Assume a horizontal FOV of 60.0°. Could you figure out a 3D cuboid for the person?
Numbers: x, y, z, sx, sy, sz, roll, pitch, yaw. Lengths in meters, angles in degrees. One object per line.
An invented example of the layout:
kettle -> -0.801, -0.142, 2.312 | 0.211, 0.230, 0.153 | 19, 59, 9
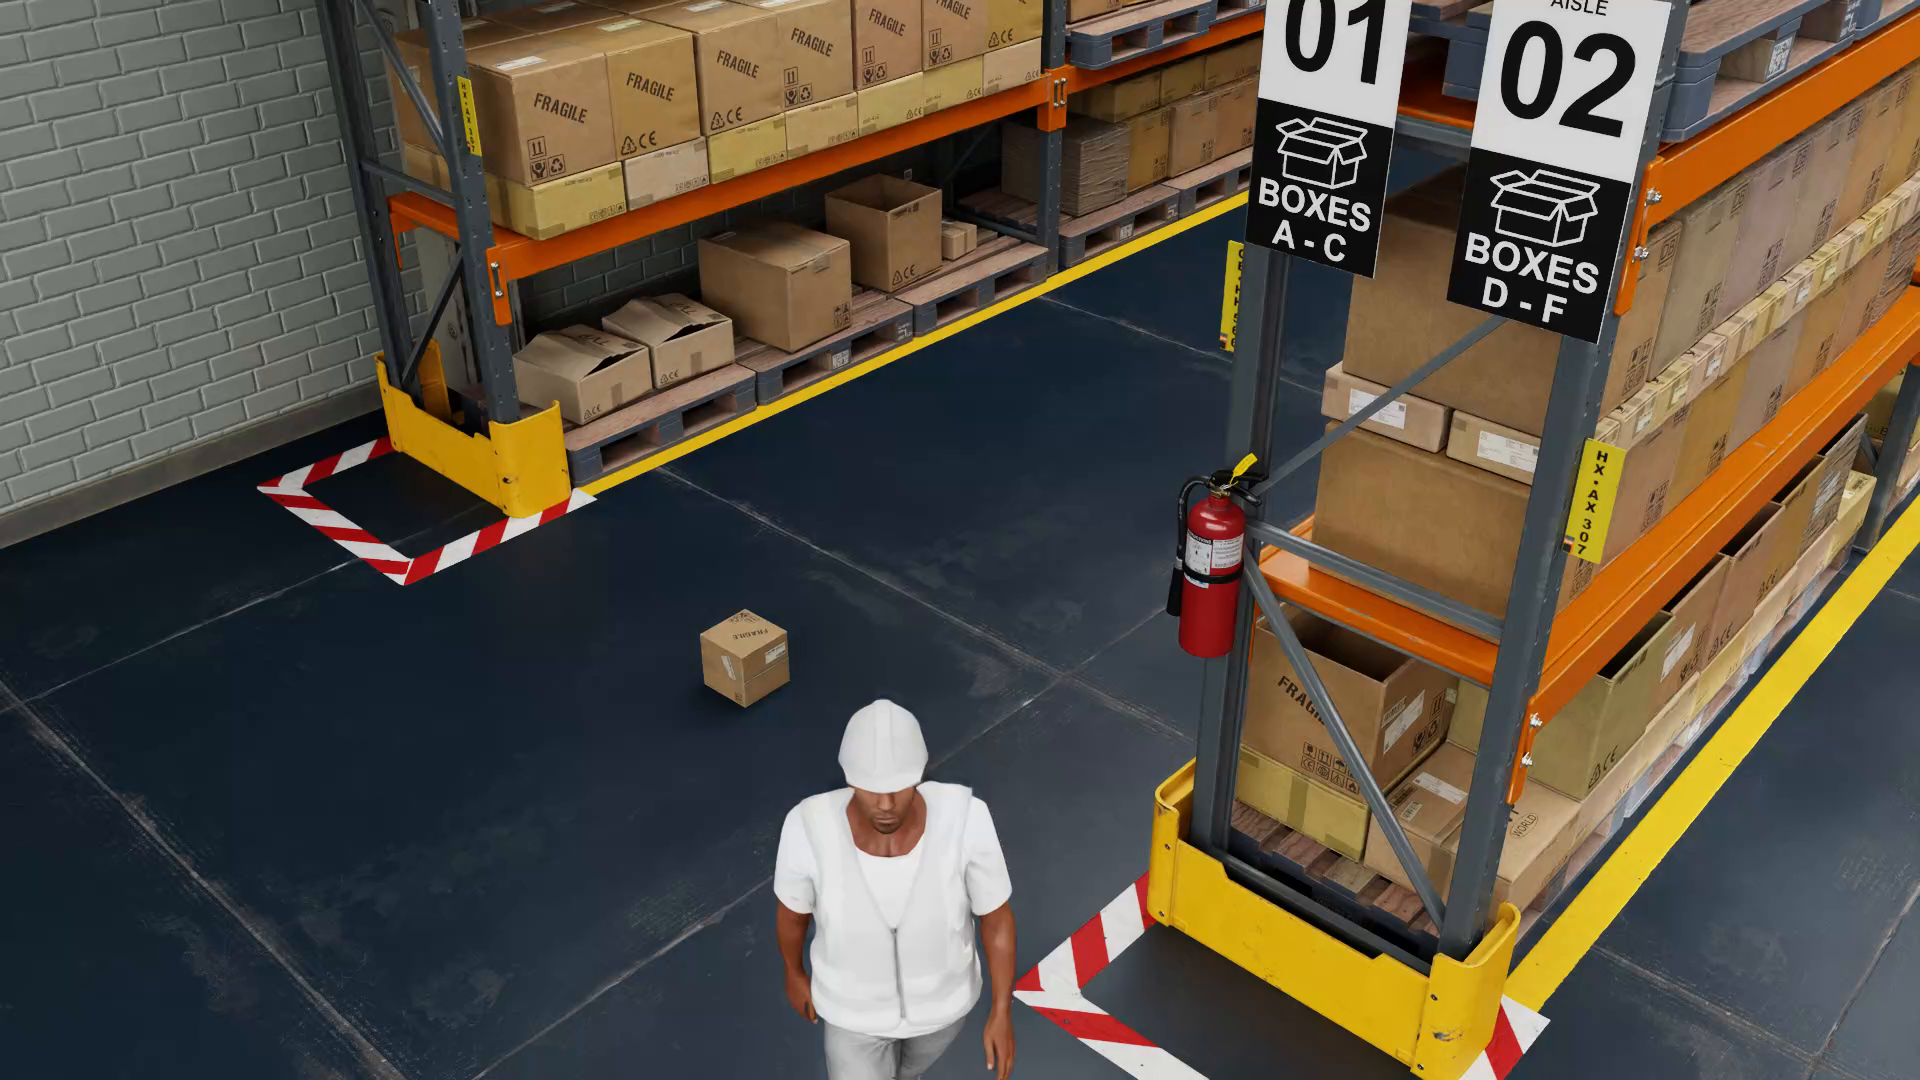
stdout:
person -> -0.143, 1.170, 4.156 | 0.581, 1.707, 1.077 | -6, 32, -9
